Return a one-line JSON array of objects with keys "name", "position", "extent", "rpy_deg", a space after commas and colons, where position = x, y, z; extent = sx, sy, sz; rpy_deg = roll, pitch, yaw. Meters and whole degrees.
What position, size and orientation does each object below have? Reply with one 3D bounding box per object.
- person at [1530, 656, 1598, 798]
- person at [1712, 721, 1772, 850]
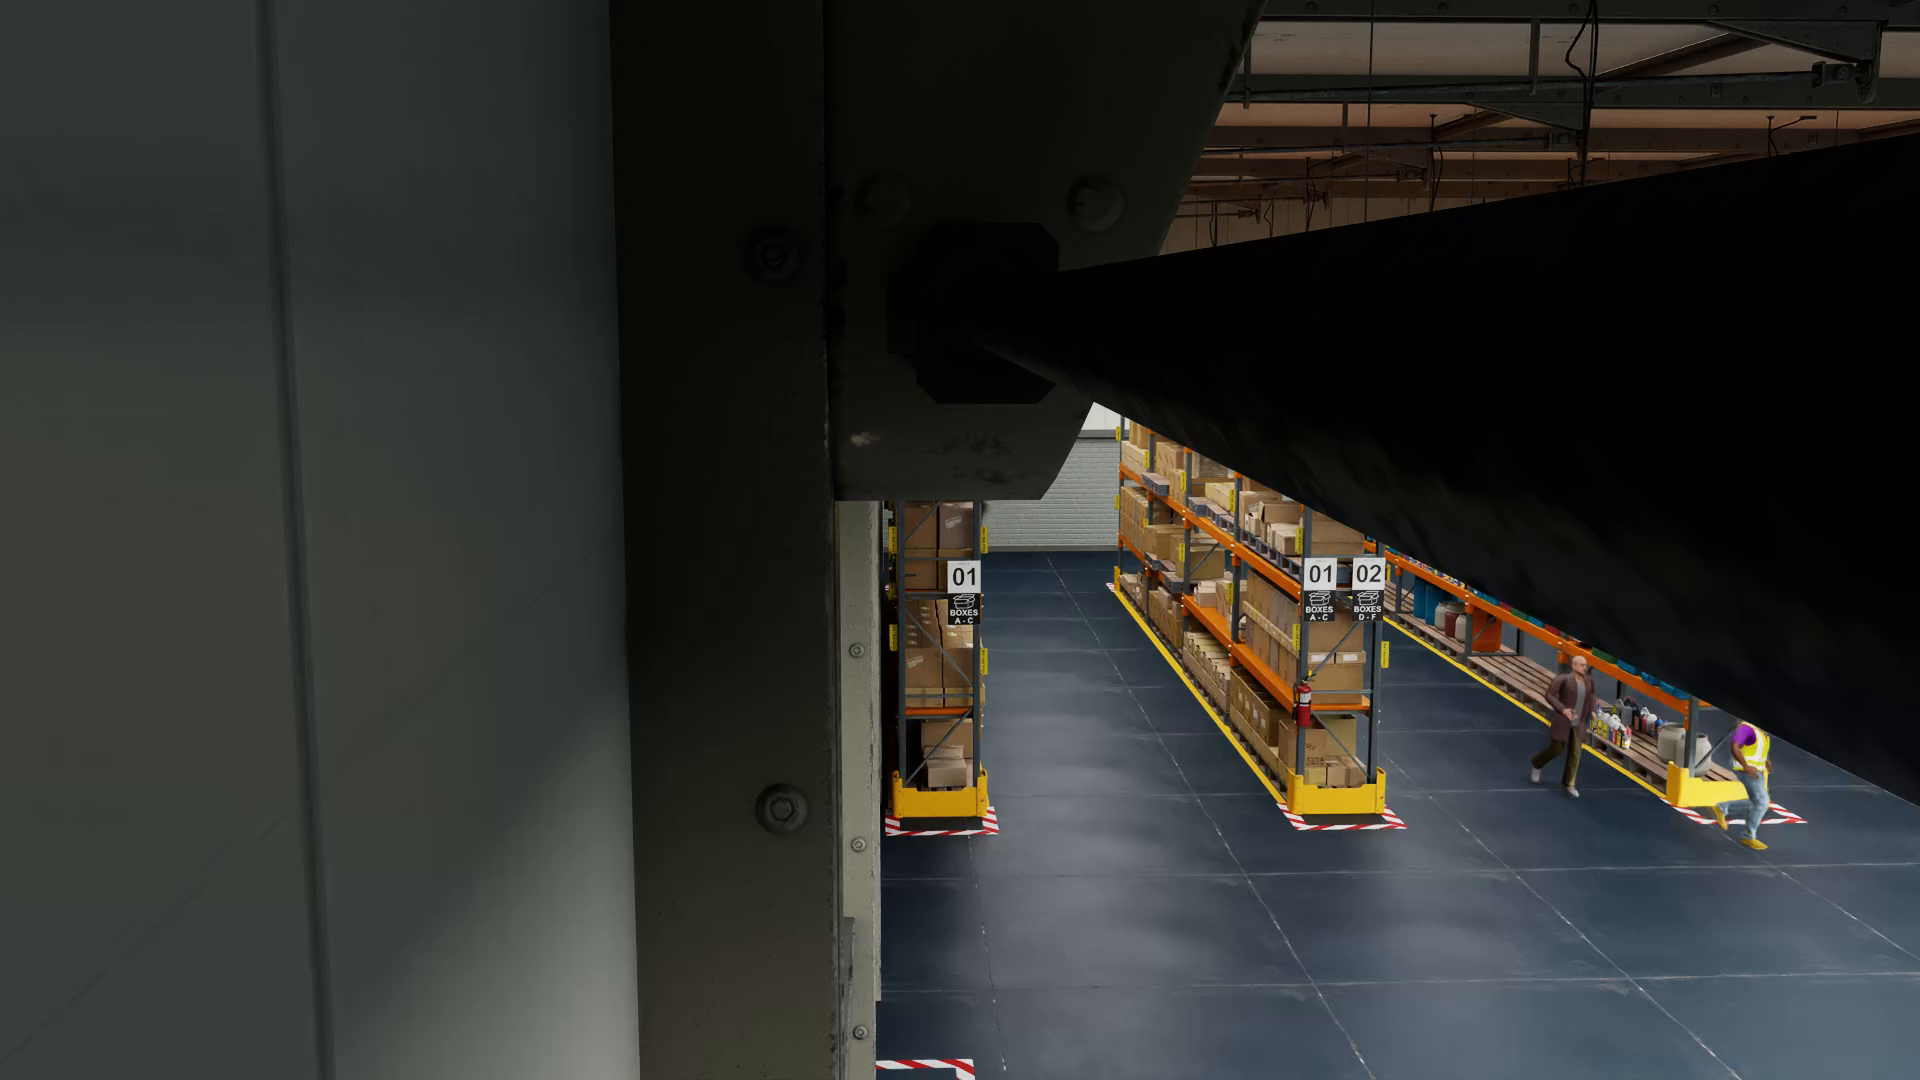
[{"name": "person", "position": [7.932, 2.363, 21.551], "extent": [0.767, 1.759, 0.946], "rpy_deg": [-2, 8, -11]}, {"name": "person", "position": [9.245, 2.697, 19.551], "extent": [0.676, 1.715, 0.751], "rpy_deg": [7, 11, 39]}]
